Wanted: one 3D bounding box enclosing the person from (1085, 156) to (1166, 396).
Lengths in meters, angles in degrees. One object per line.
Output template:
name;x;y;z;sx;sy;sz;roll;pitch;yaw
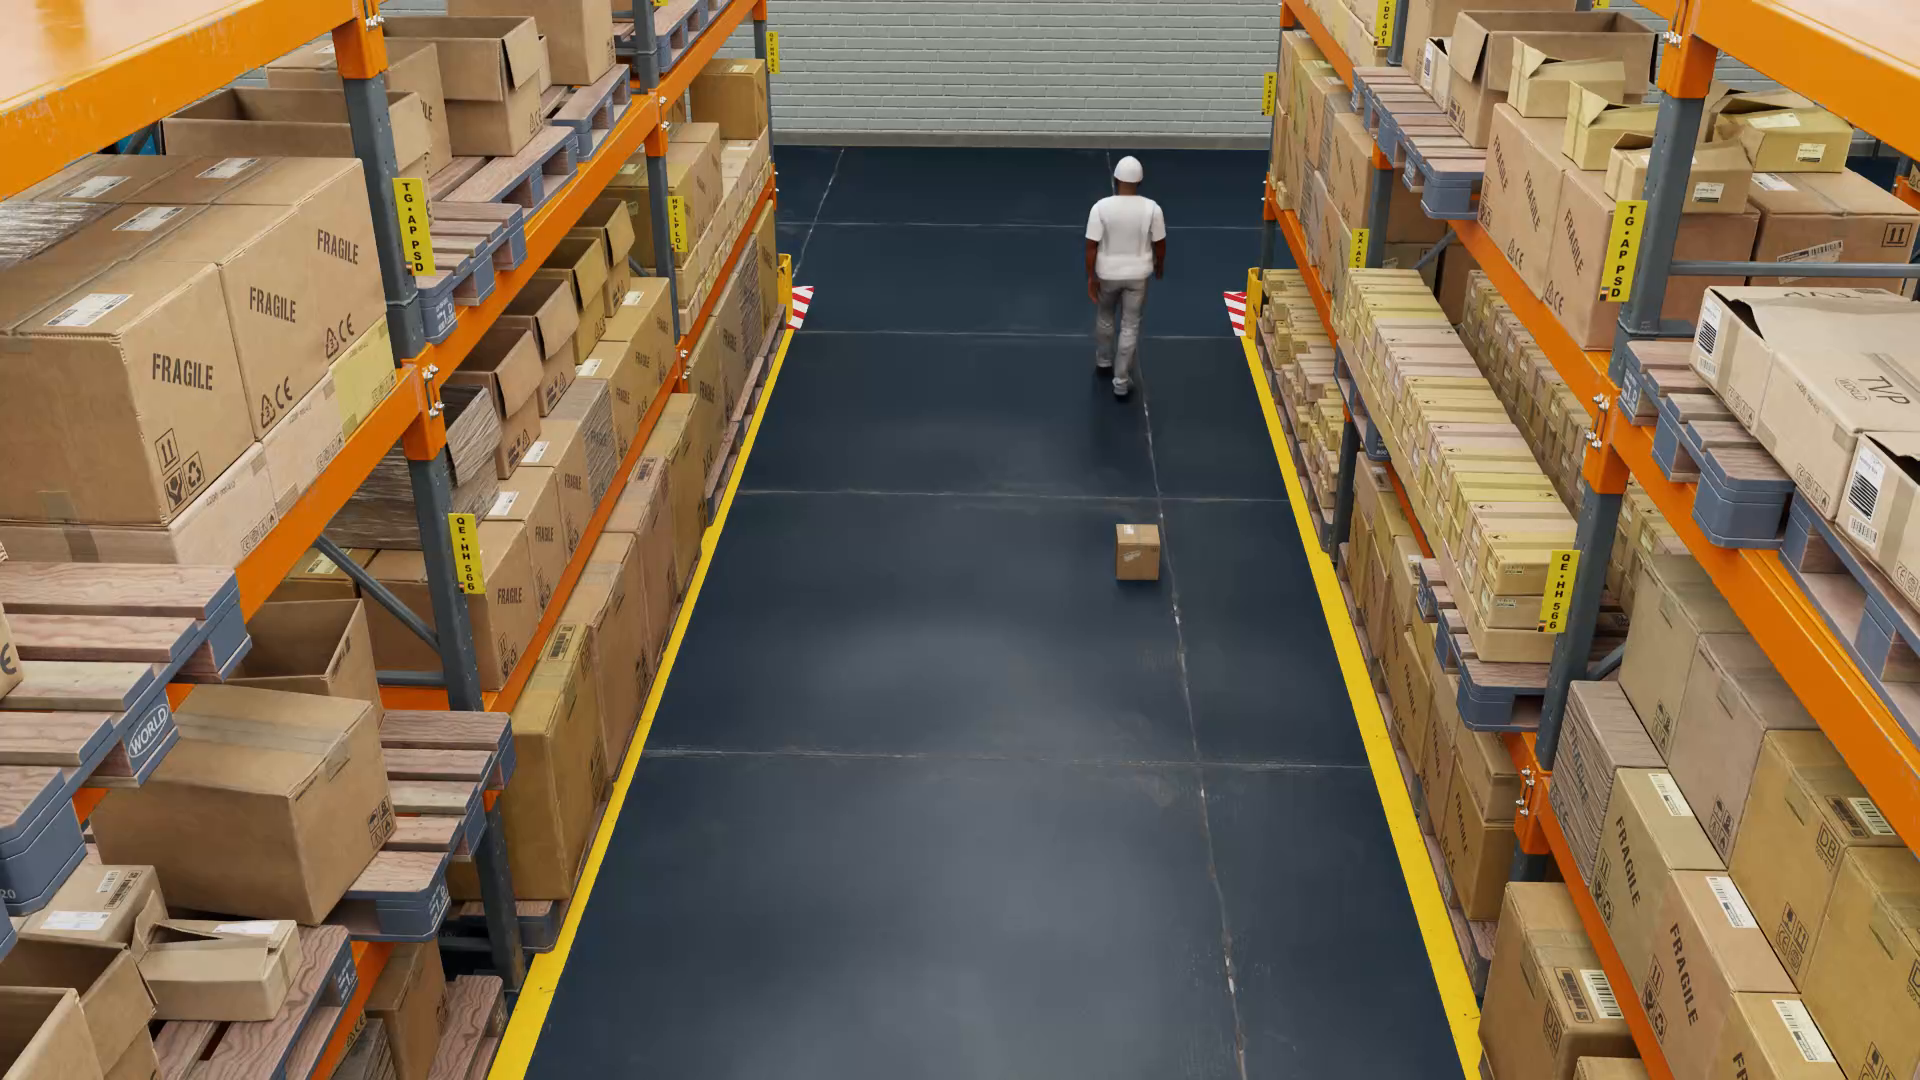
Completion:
person;1.231;-2.003;12.383;0.583;1.767;0.849;4;28;7
